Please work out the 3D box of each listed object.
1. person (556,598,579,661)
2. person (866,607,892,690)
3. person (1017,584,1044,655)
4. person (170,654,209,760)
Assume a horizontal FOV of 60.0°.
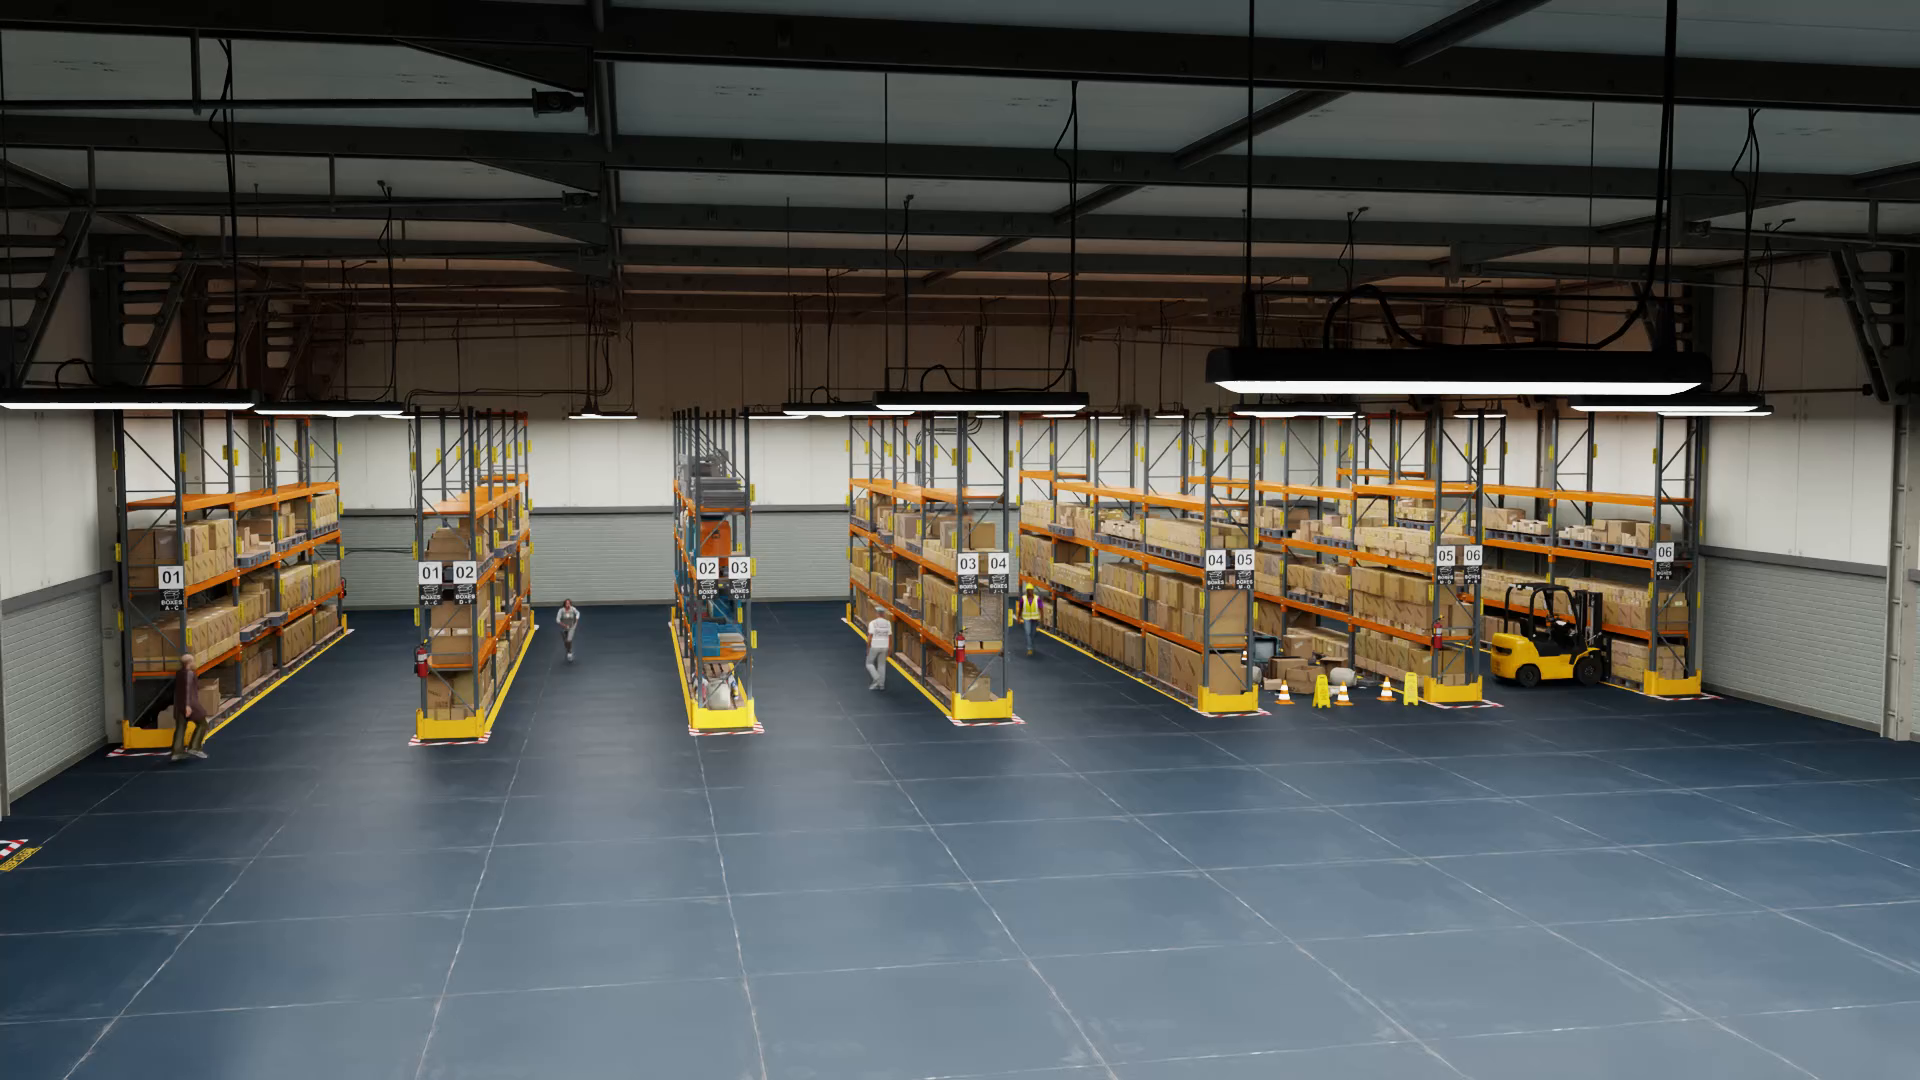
[{"bbox_3d":[-9.341,2.130,39.640,0.488,1.515,0.783,0,4,-1],"label":"person"},{"bbox_3d":[-1.714,2.316,35.476,0.574,1.755,0.484,-2,4,-24],"label":"person"},{"bbox_3d":[1.748,1.947,40.899,0.613,1.707,1.085,-1,4,-8],"label":"person"},{"bbox_3d":[-13.142,2.838,28.181,0.582,1.797,0.595,2,5,27],"label":"person"}]
